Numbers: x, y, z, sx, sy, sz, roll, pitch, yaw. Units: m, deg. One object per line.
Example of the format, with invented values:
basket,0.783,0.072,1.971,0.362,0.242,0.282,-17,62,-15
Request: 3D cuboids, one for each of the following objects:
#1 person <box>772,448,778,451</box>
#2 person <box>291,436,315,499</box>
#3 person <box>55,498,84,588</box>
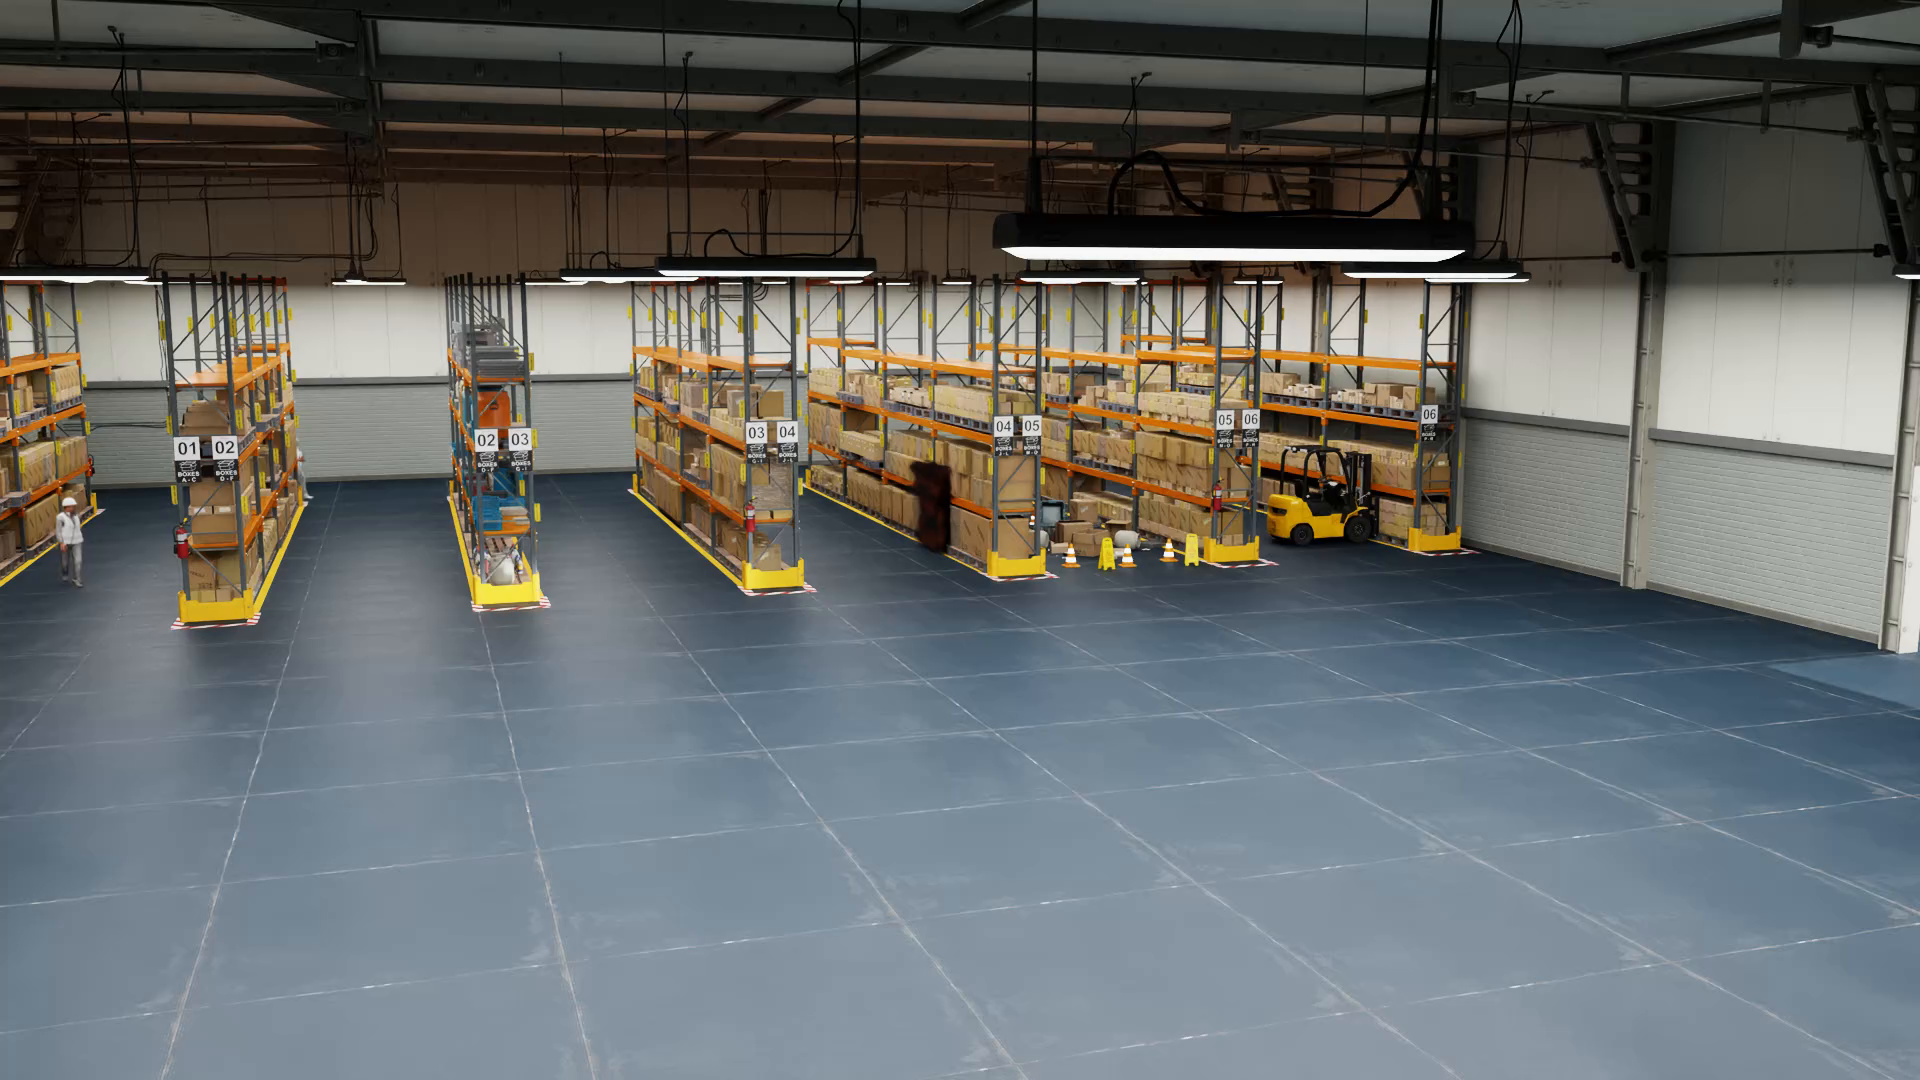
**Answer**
person,-5.885,-2.761,50.480,0.658,1.787,0.438,2,9,11
person,-18.021,-1.962,45.154,0.854,1.759,0.754,-3,9,-20
person,-17.186,0.043,32.081,0.486,1.733,0.953,-5,10,-32
